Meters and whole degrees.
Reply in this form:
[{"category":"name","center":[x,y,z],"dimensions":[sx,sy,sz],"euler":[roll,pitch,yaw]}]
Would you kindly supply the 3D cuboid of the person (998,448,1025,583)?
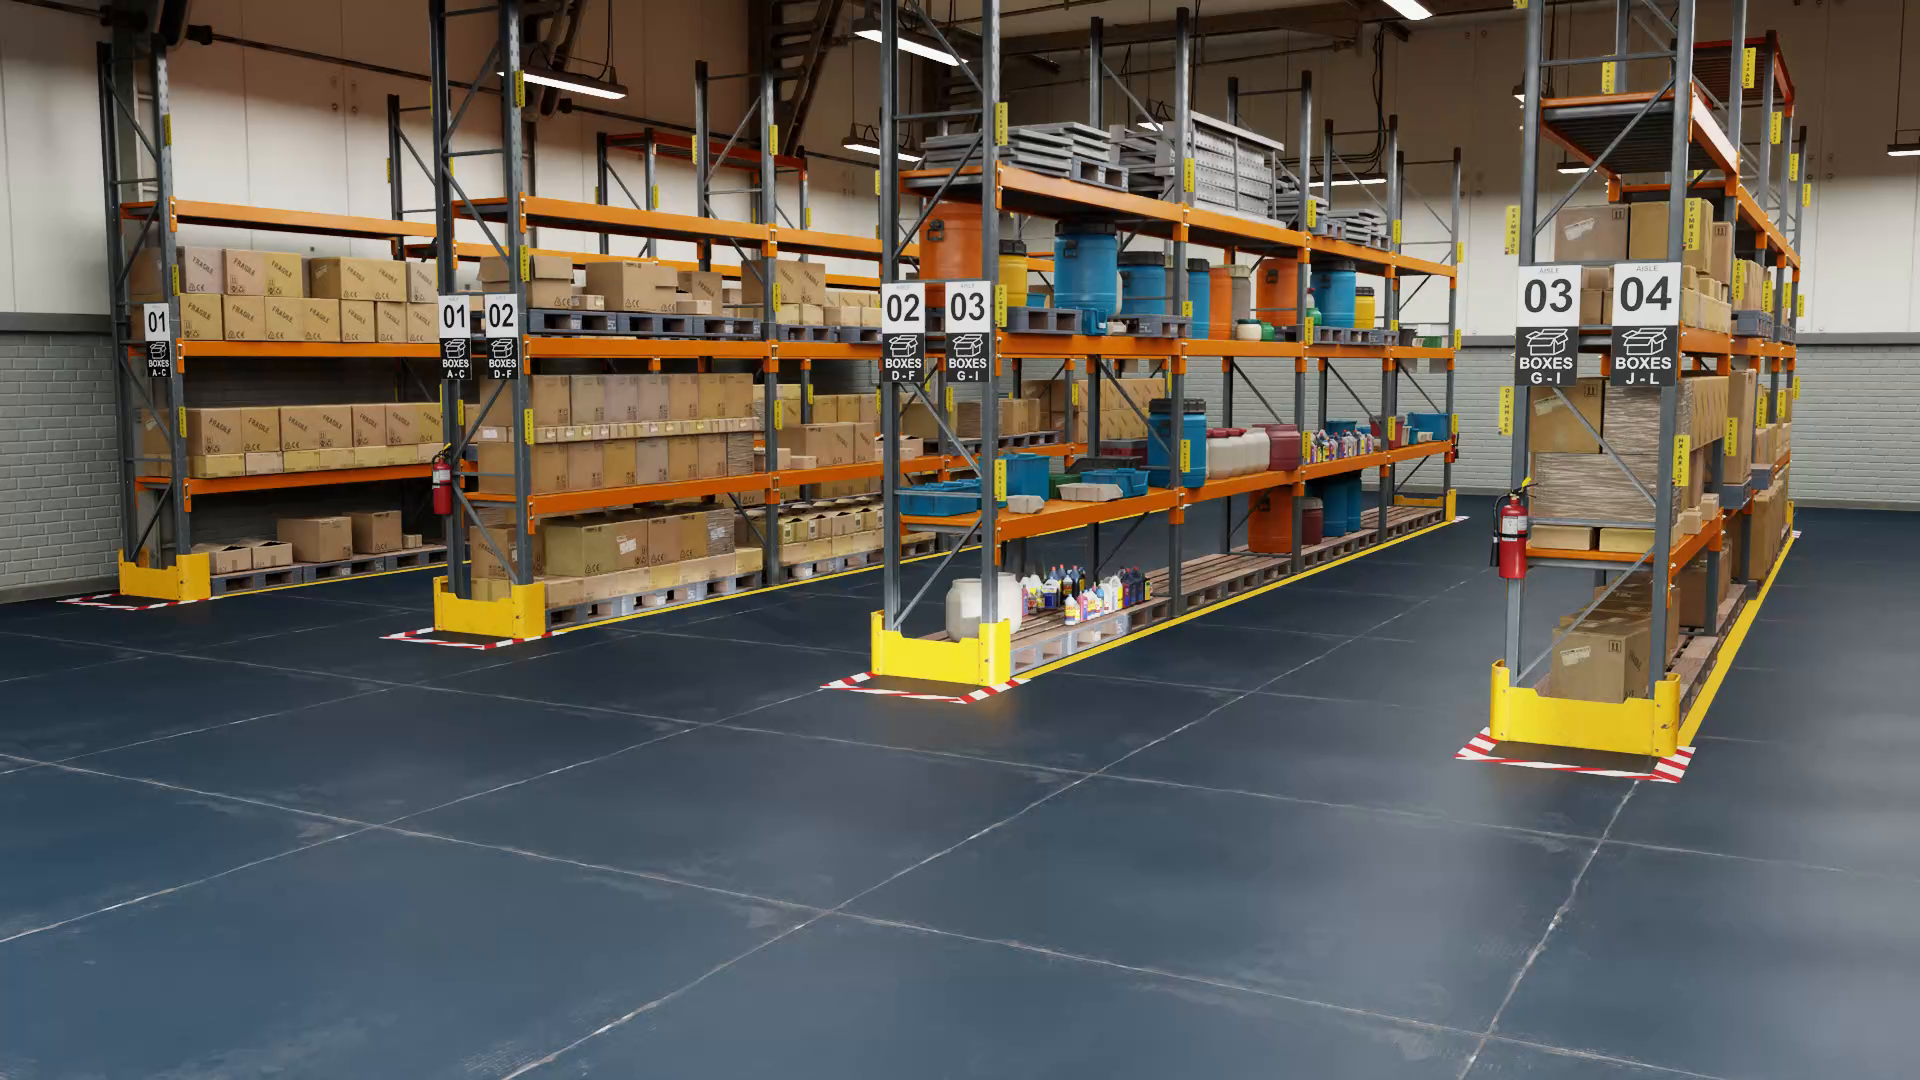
[{"category":"person","center":[0.570,-0.186,18.193],"dimensions":[0.435,1.656,0.505],"euler":[3,7,28]}]
